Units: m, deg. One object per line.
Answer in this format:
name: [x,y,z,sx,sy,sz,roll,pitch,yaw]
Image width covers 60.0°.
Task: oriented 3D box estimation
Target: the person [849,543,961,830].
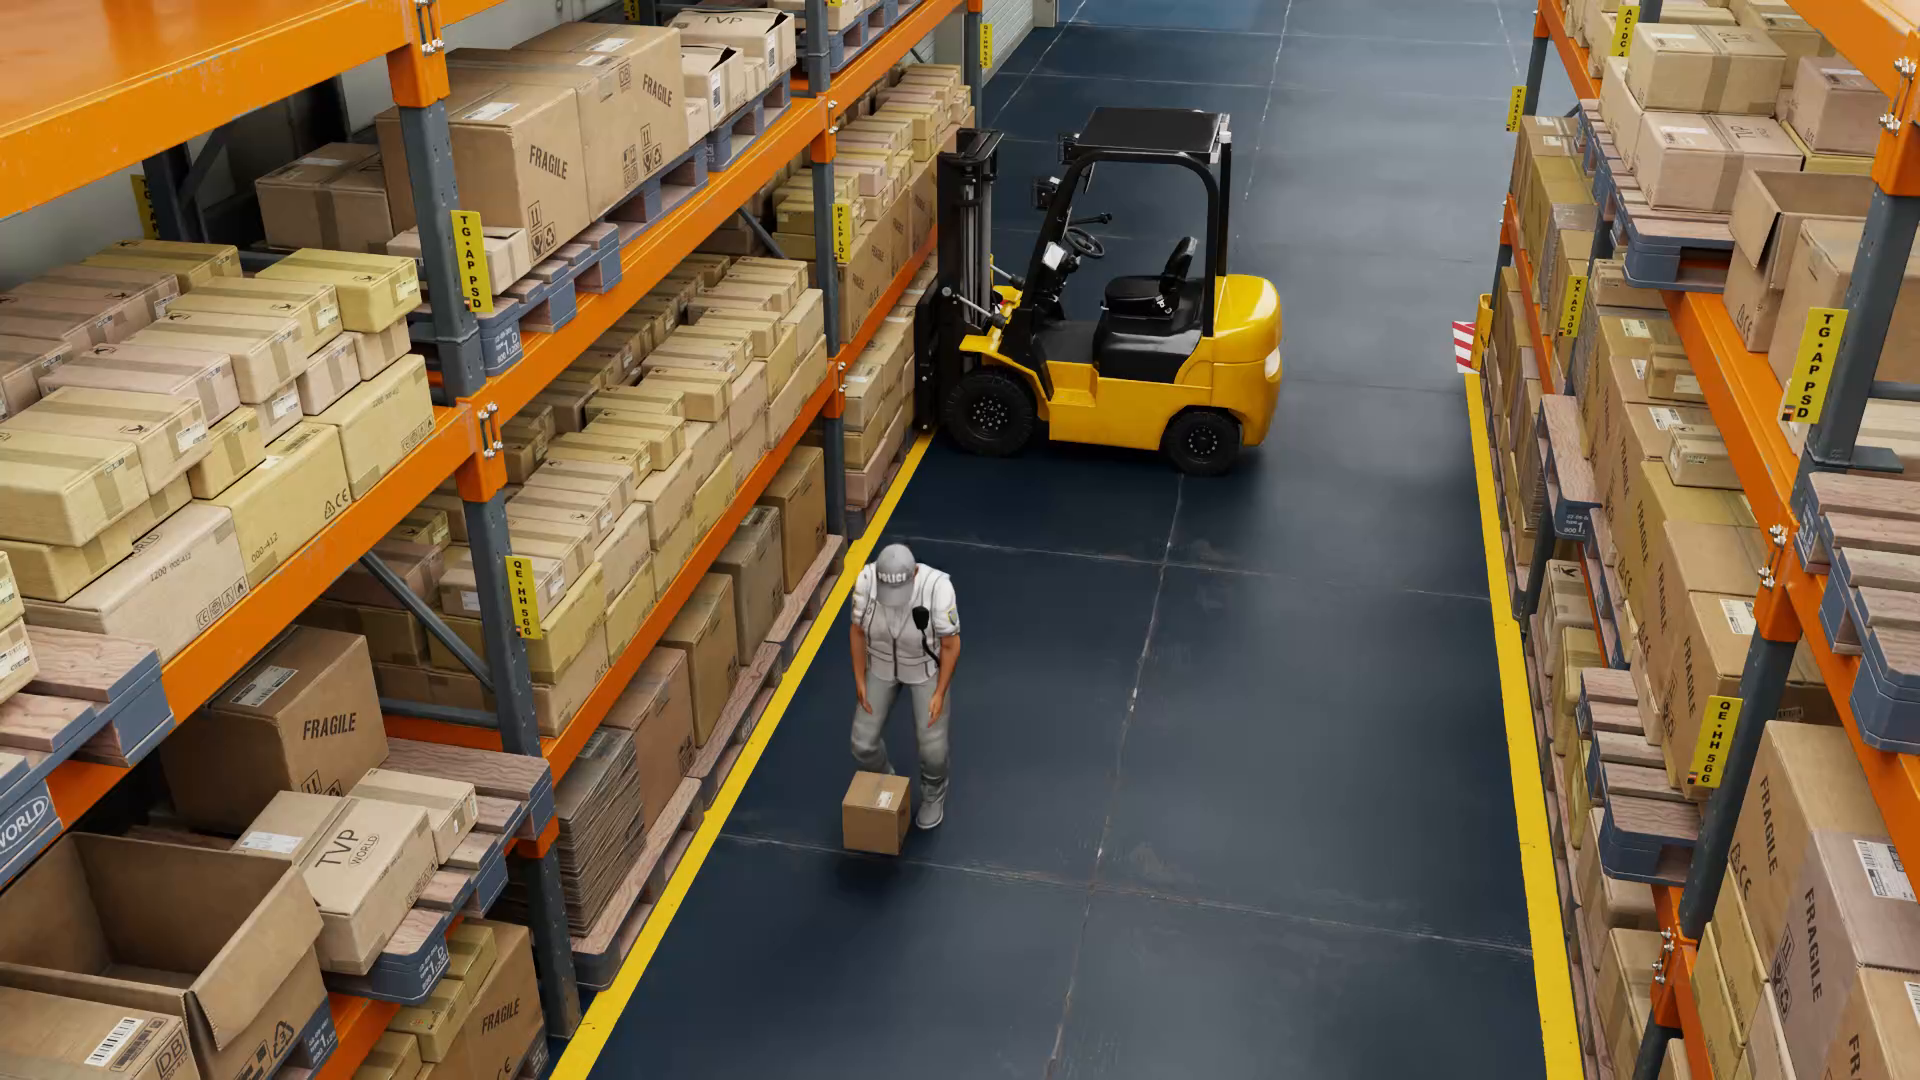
person: [-0.244,0.631,7.611,0.512,1.541,0.591,7,30,13]
